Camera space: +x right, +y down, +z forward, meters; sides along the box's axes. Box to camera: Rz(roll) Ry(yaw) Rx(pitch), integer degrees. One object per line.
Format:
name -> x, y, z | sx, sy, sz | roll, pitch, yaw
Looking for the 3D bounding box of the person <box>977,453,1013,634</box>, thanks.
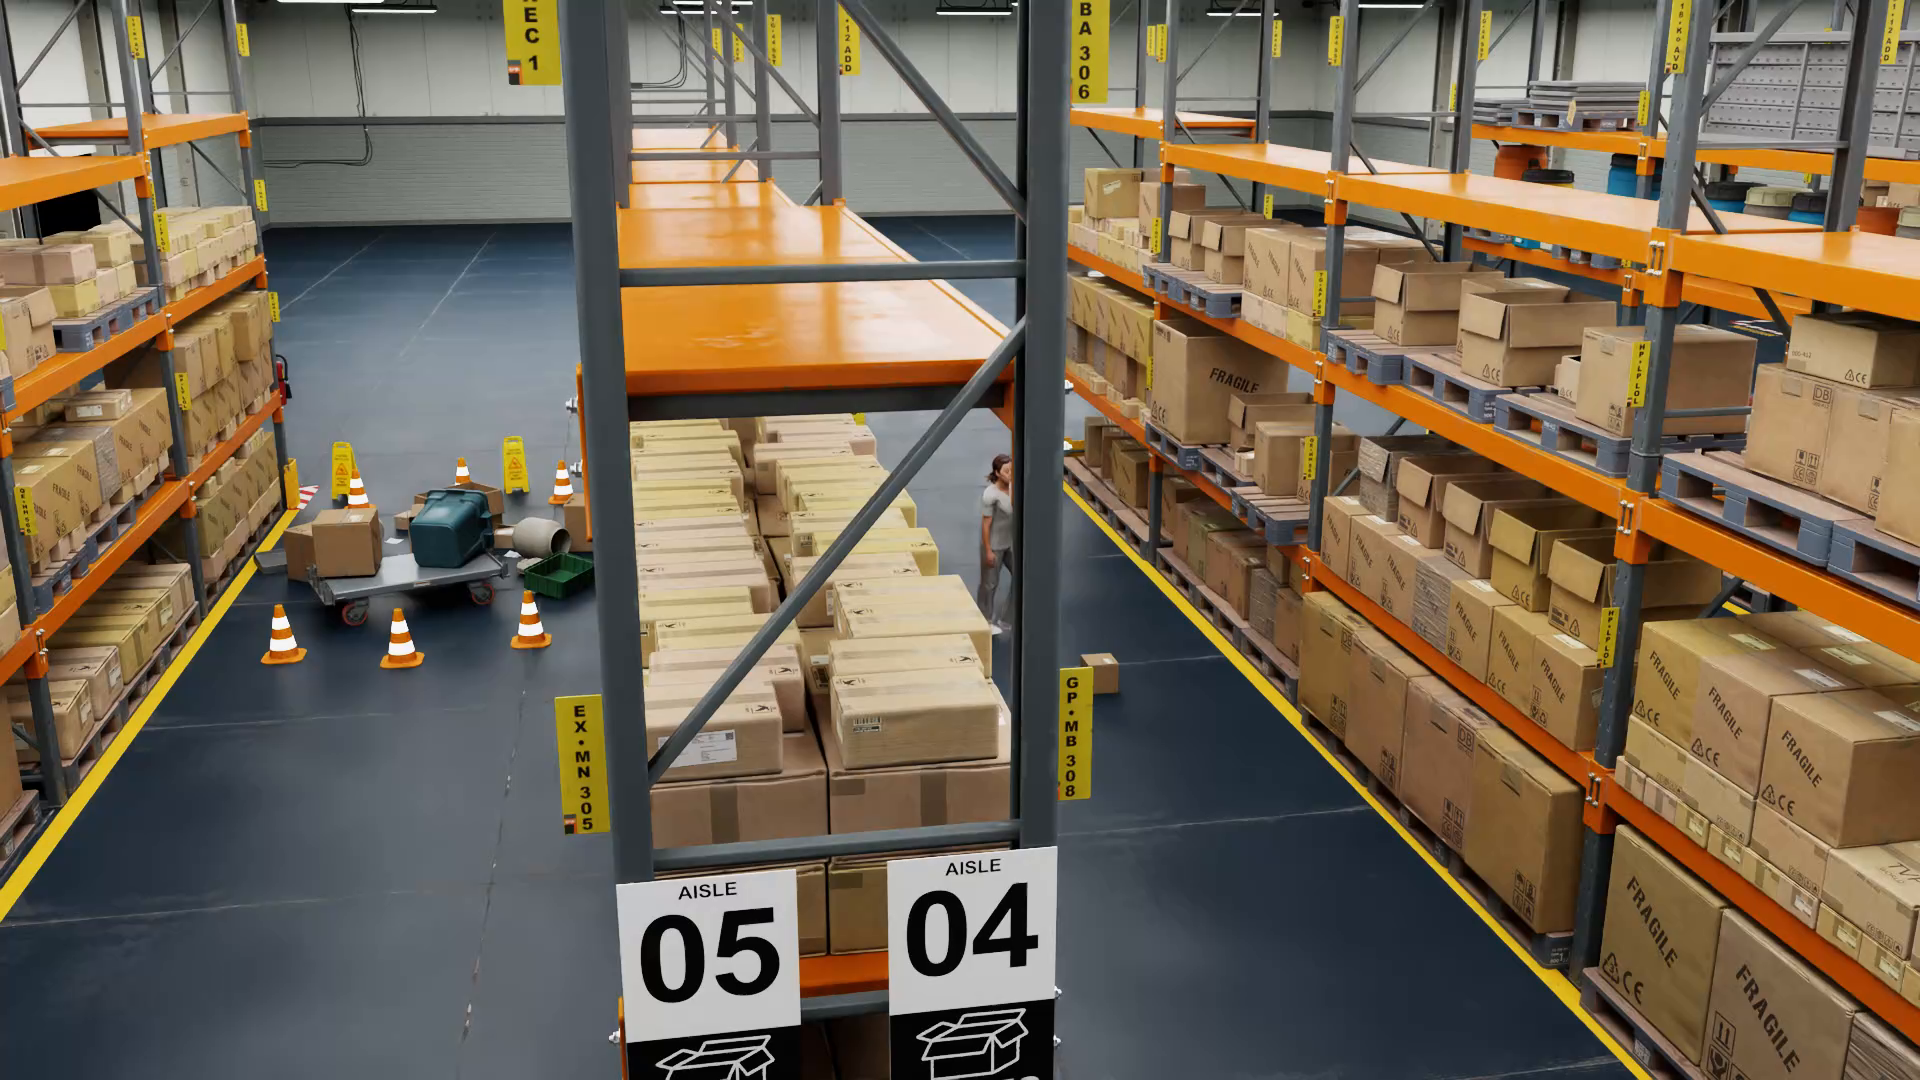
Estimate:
person -> 0.322, 0.058, 14.340 | 0.472, 1.676, 0.537 | -15, 22, -41
